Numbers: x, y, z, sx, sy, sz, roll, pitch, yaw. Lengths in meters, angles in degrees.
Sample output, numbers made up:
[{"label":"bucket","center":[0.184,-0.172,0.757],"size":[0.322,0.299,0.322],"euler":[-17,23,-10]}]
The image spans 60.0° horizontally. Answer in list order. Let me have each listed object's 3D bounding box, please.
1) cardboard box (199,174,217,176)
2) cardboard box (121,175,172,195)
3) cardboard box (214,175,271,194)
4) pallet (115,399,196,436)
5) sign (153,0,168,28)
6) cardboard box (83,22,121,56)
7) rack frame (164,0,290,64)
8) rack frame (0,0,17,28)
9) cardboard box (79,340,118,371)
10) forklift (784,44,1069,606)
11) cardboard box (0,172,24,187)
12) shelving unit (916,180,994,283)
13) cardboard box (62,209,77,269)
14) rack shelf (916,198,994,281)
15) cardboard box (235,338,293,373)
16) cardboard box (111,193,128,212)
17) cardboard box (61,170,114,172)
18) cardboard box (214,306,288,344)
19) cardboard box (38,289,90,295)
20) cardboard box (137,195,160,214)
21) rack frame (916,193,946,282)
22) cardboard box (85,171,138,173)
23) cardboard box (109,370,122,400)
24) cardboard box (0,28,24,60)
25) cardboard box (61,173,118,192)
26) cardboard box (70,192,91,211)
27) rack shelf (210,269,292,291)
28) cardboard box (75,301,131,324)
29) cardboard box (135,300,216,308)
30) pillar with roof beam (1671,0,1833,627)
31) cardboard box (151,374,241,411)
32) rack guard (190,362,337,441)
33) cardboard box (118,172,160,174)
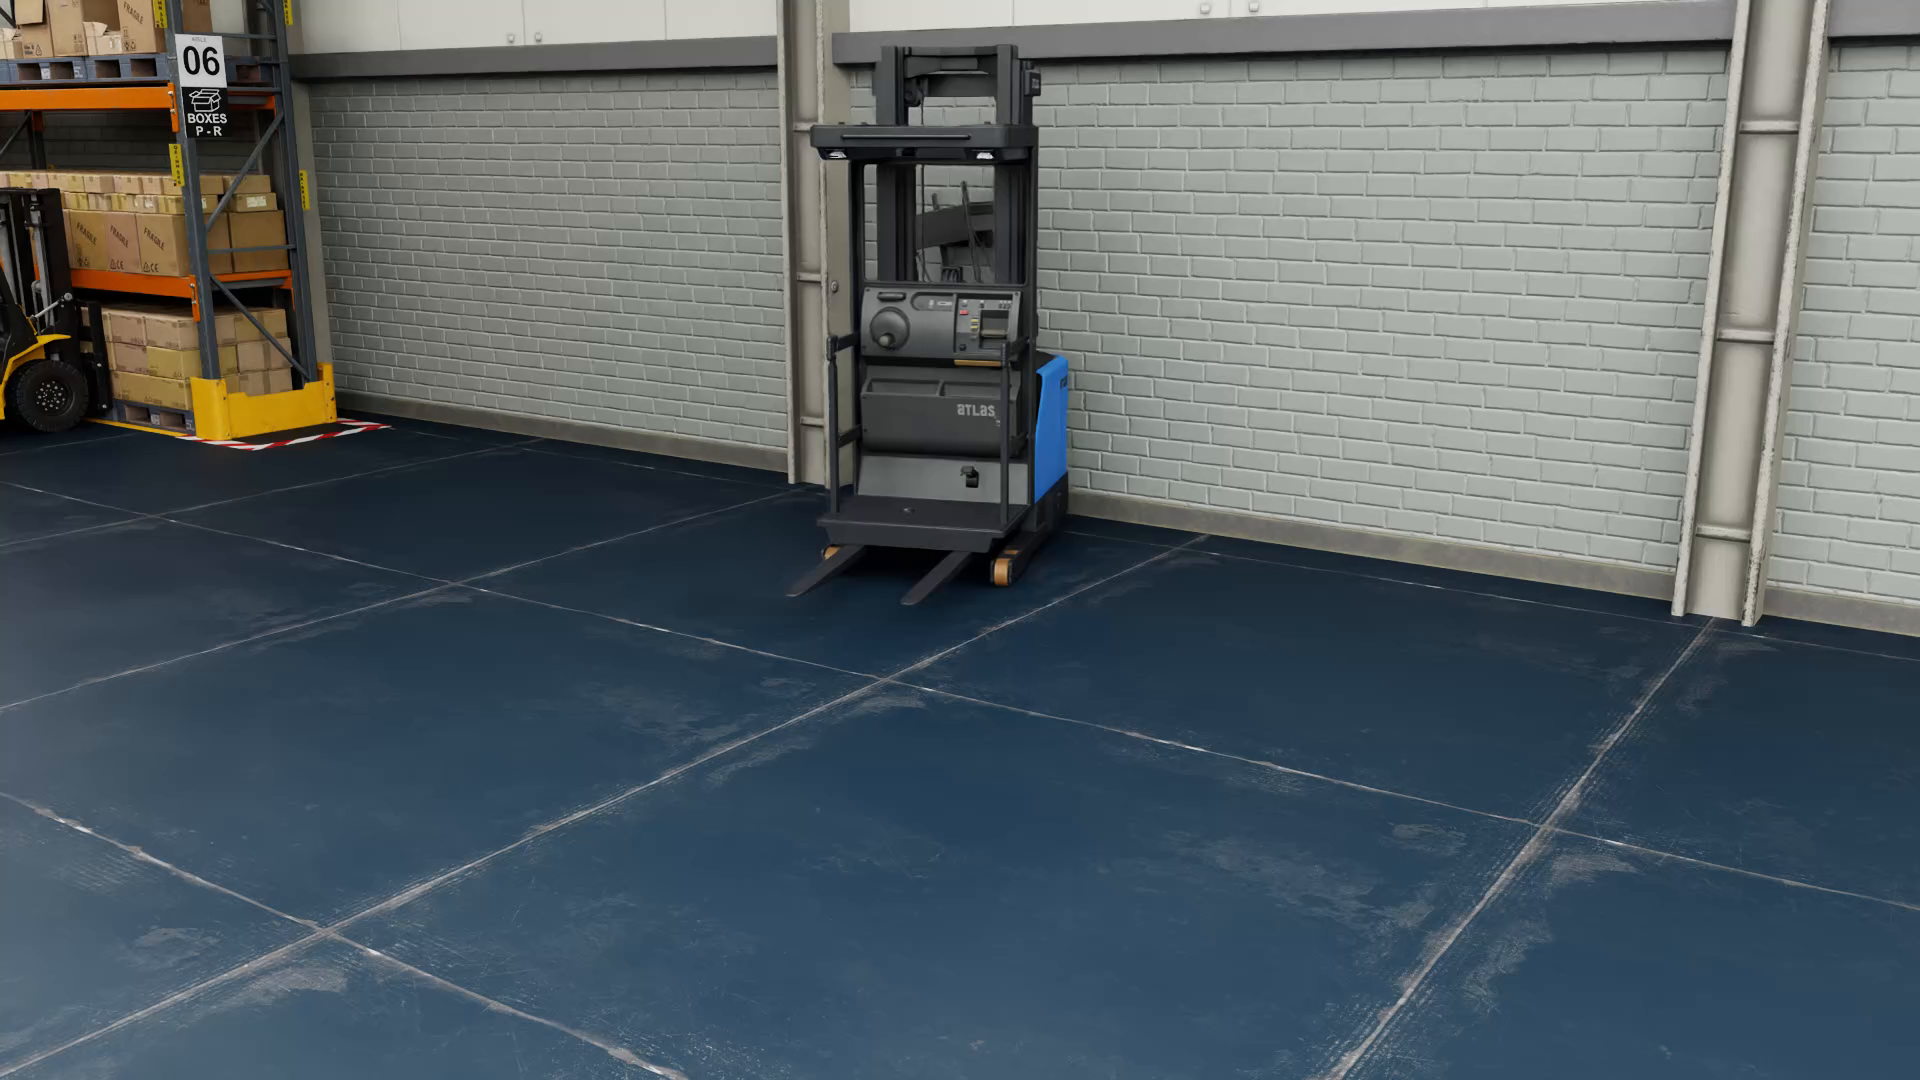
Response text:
[{"label":"cardboard box","center":[-6.481,-3.074,14.322],"size":[0.250,0.149,0.380],"euler":[10,17,34]},{"label":"cardboard box","center":[-6.765,-2.975,13.920],"size":[0.250,0.149,0.380],"euler":[10,17,34]},{"label":"cardboard box","center":[-6.056,-3.000,14.021],"size":[0.250,0.149,0.380],"euler":[9,16,32]},{"label":"pallet","center":[-6.554,-1.145,14.509],"size":[1.213,0.211,1.003],"euler":[9,17,33]},{"label":"sign","center":[-6.211,-4.145,12.906],"size":[0.005,0.325,0.100],"euler":[9,17,33]},{"label":"cardboard box","center":[-6.964,-4.132,13.728],"size":[0.258,0.266,0.396],"euler":[9,17,33]},{"label":"rack frame","center":[-5.896,-5.316,13.072],"size":[0.127,3.000,1.000],"euler":[9,17,33]},{"label":"rack frame","center":[-9.215,-5.853,15.239],"size":[0.127,3.000,1.000],"euler":[9,17,33]},{"label":"cardboard box","center":[-7.325,-1.653,14.568],"size":[0.500,0.250,0.500],"euler":[9,16,32]},{"label":"forklift","center":[-0.165,-1.262,9.323],"size":[1.130,2.935,3.031],"euler":[4,14,14]},{"label":"cardboard box","center":[-8.476,-3.242,15.001],"size":[0.250,0.149,0.380],"euler":[10,17,34]},{"label":"shelving unit","center":[0.094,-1.259,10.919],"size":[0.503,2.100,0.431],"euler":[-4,9,35]},{"label":"cardboard box","center":[-7.725,-2.672,14.666],"size":[0.500,0.500,0.500],"euler":[9,17,33]},{"label":"rack shelf","center":[-0.019,-1.931,10.833],"size":[0.480,0.518,0.431],"euler":[-4,9,35]},{"label":"cardboard box","center":[-6.171,-1.621,14.435],"size":[0.500,0.250,0.500],"euler":[10,17,34]},{"label":"cardboard box","center":[-6.950,-2.869,14.113],"size":[0.250,0.149,0.380],"euler":[9,17,32]},{"label":"cardboard box","center":[-8.127,-3.370,15.518],"size":[0.250,0.149,0.380],"euler":[9,16,32]},{"label":"cardboard box","center":[-6.190,-1.861,14.366],"size":[0.500,0.250,0.500],"euler":[9,16,32]},{"label":"cardboard box","center":[-8.699,-2.268,16.009],"size":[0.500,0.250,0.500],"euler":[10,17,34]},{"label":"cardboard box","center":[-6.569,-2.787,13.780],"size":[0.250,0.149,0.380],"euler":[9,17,34]},{"label":"rack frame","center":[-0.105,-1.244,11.059],"size":[0.015,2.100,0.400],"euler":[-4,9,35]},{"label":"cardboard box","center":[-7.737,-3.288,15.185],"size":[0.250,0.149,0.380],"euler":[9,16,32]},{"label":"cardboard box","center":[-7.280,-1.411,14.628],"size":[0.500,0.250,0.500],"euler":[9,17,33]},{"label":"cardboard box","center":[-8.153,-4.324,14.505],"size":[0.258,0.266,0.396],"euler":[9,16,31]},{"label":"cardboard box","center":[-7.587,-3.123,14.518],"size":[0.250,0.149,0.380],"euler":[9,17,34]},{"label":"cardboard box","center":[-7.419,-2.925,14.341],"size":[0.250,0.149,0.380],"euler":[9,17,33]},{"label":"rack shelf","center":[-7.556,-2.418,14.940],"size":[3.809,0.124,0.919],"euler":[9,17,33]},{"label":"cardboard box","center":[-7.720,-1.961,14.769],"size":[0.500,0.250,0.500],"euler":[9,16,32]},{"label":"cardboard box","center":[-7.015,-1.996,14.913],"size":[0.500,0.250,0.500],"euler":[9,17,32]},{"label":"pillar with roof beam","center":[1.584,-3.122,4.207],"size":[0.400,9.000,9.100],"euler":[9,17,33]},{"label":"cardboard box","center":[-6.463,-1.273,14.073],"size":[0.500,0.250,0.500],"euler":[9,17,33]},{"label":"rack guard","center":[-5.876,-1.188,14.080],"size":[0.348,0.500,1.175],"euler":[9,17,33]},{"label":"cardboard box","center":[-7.323,-3.213,14.882],"size":[0.250,0.149,0.380],"euler":[9,17,33]}]
